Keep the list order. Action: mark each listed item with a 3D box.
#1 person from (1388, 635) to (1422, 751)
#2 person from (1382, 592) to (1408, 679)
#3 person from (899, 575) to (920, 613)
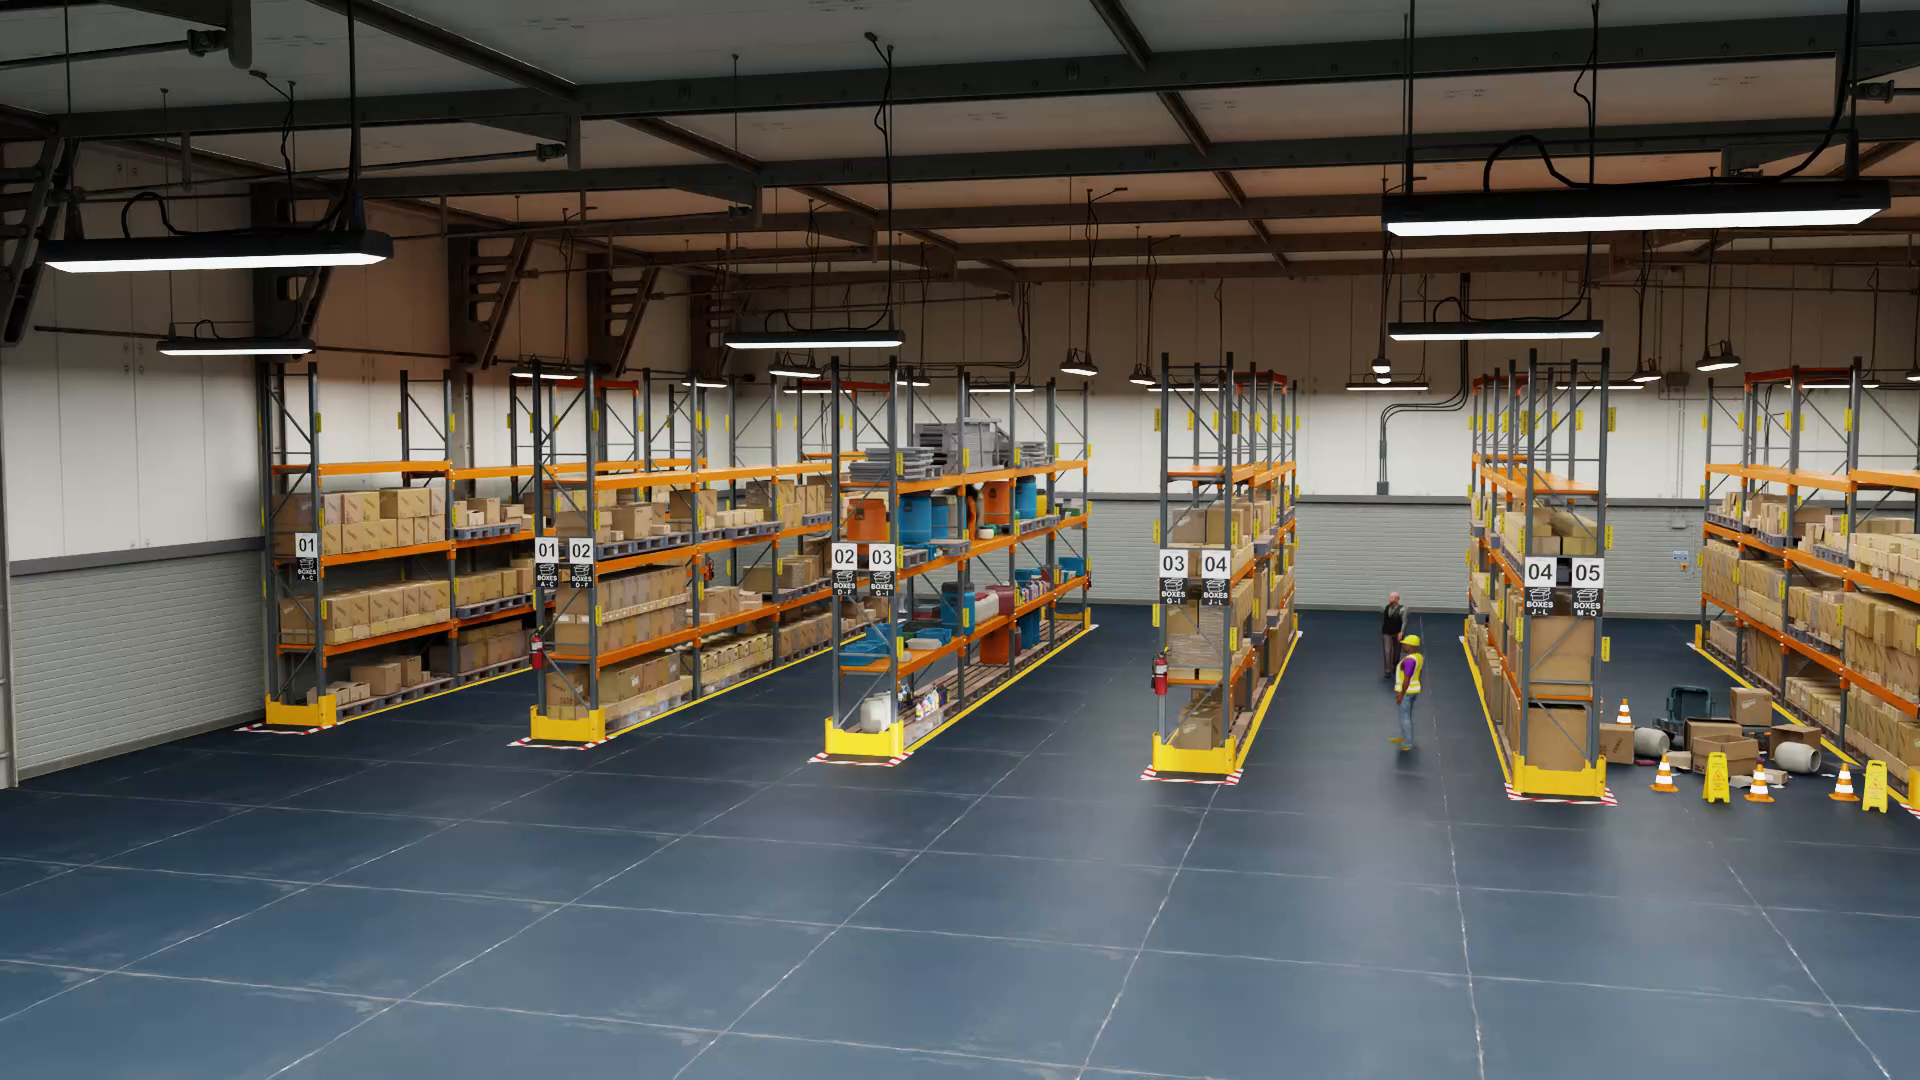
[{"bbox_3d":[6.817,2.329,25.629,0.577,1.760,0.653,-4,5,-43],"label":"person"},{"bbox_3d":[8.517,1.864,32.601,0.487,1.674,1.045,1,4,12],"label":"person"},{"bbox_3d":[-1.361,1.140,43.587,0.578,1.610,0.542,2,4,26],"label":"person"}]
